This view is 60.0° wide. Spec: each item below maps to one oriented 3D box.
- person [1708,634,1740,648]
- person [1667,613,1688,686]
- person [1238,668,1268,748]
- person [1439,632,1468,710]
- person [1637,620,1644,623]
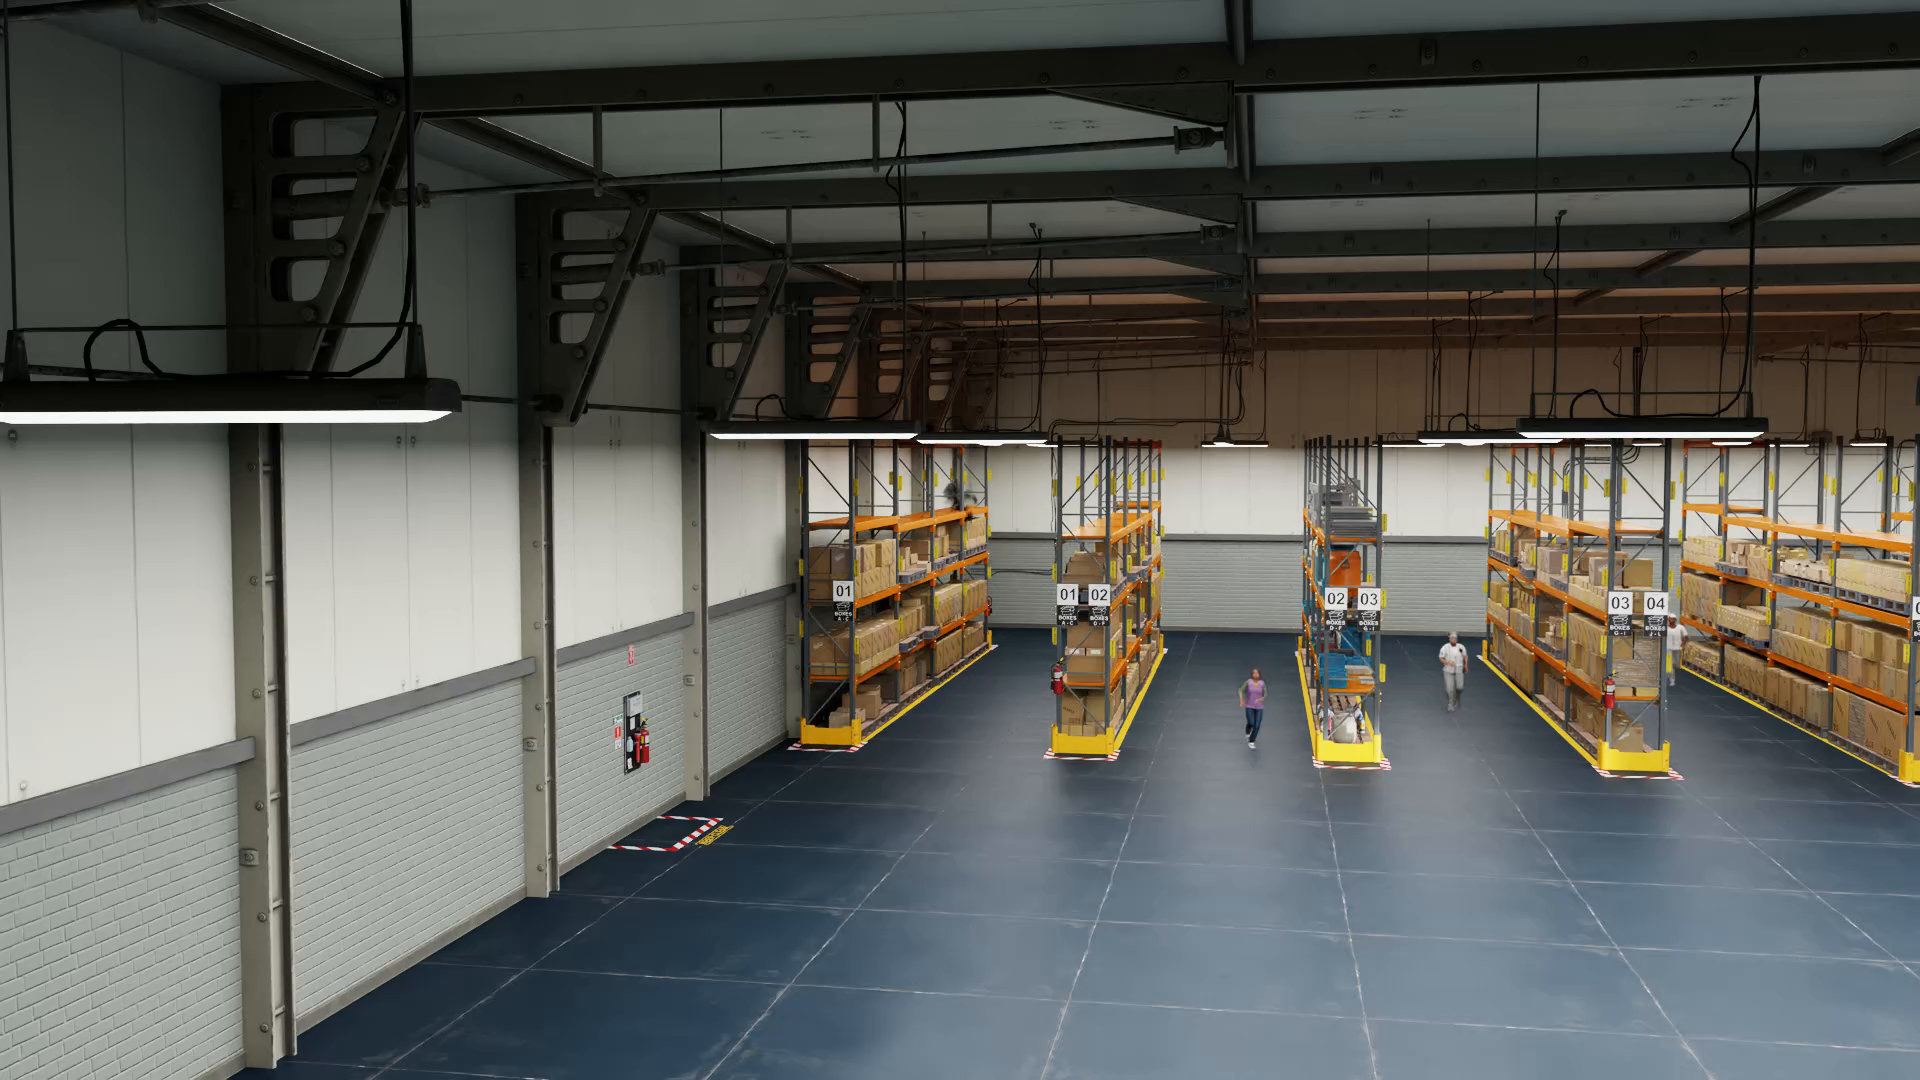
[{"bbox_3d":[20.768,2.396,45.309,0.993,1.773,0.682,0,3,7],"label":"person"},{"bbox_3d":[17.409,2.665,40.610,0.692,1.754,0.751,1,3,16],"label":"person"},{"bbox_3d":[5.630,3.224,31.858,0.531,1.538,0.509,0,3,0],"label":"person"},{"bbox_3d":[10.840,2.875,36.461,0.652,1.743,0.602,0,3,6],"label":"person"},{"bbox_3d":[18.229,2.444,44.883,0.869,1.733,0.746,-2,4,-37],"label":"person"}]
